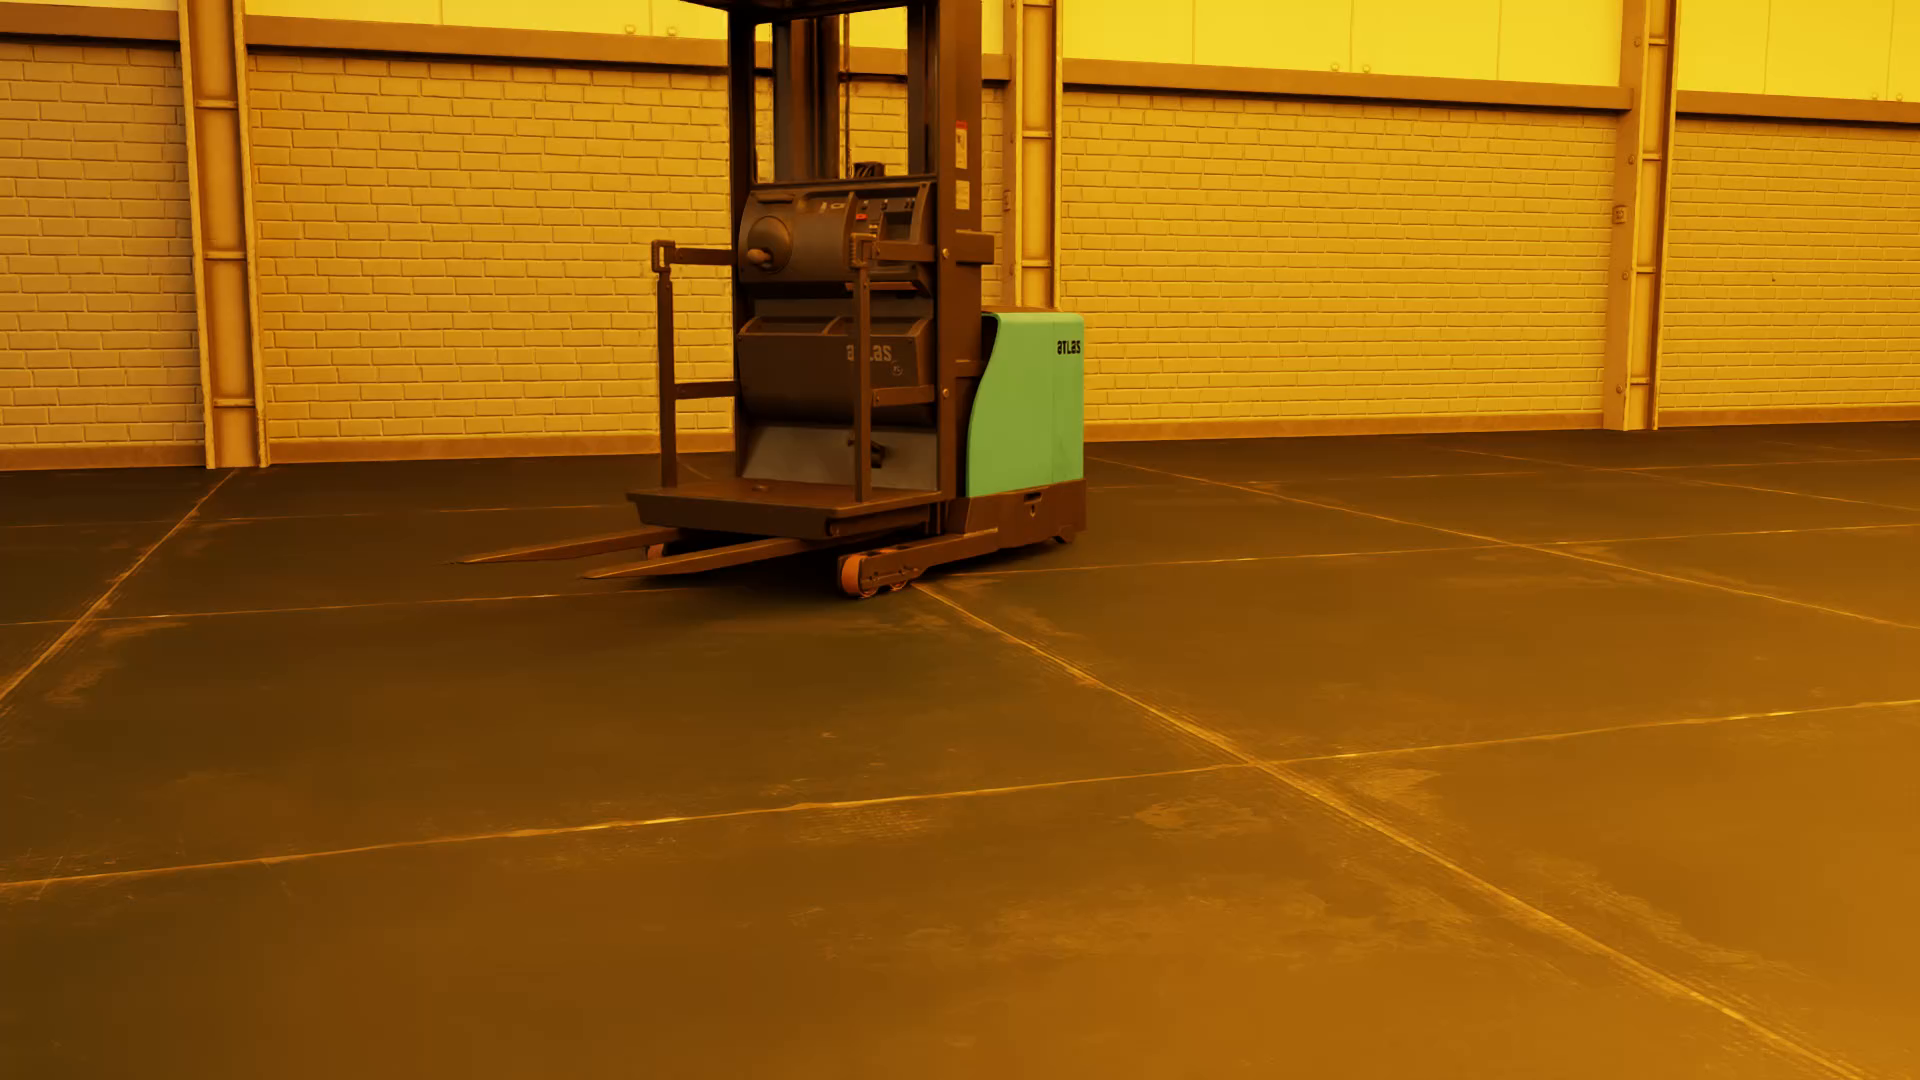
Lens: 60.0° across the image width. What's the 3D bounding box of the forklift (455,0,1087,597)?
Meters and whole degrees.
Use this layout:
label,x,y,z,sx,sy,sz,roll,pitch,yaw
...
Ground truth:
label,x,y,z,sx,sy,sz,roll,pitch,yaw
forklift,-0.638,-1.305,6.643,1.130,2.935,3.031,5,9,33
